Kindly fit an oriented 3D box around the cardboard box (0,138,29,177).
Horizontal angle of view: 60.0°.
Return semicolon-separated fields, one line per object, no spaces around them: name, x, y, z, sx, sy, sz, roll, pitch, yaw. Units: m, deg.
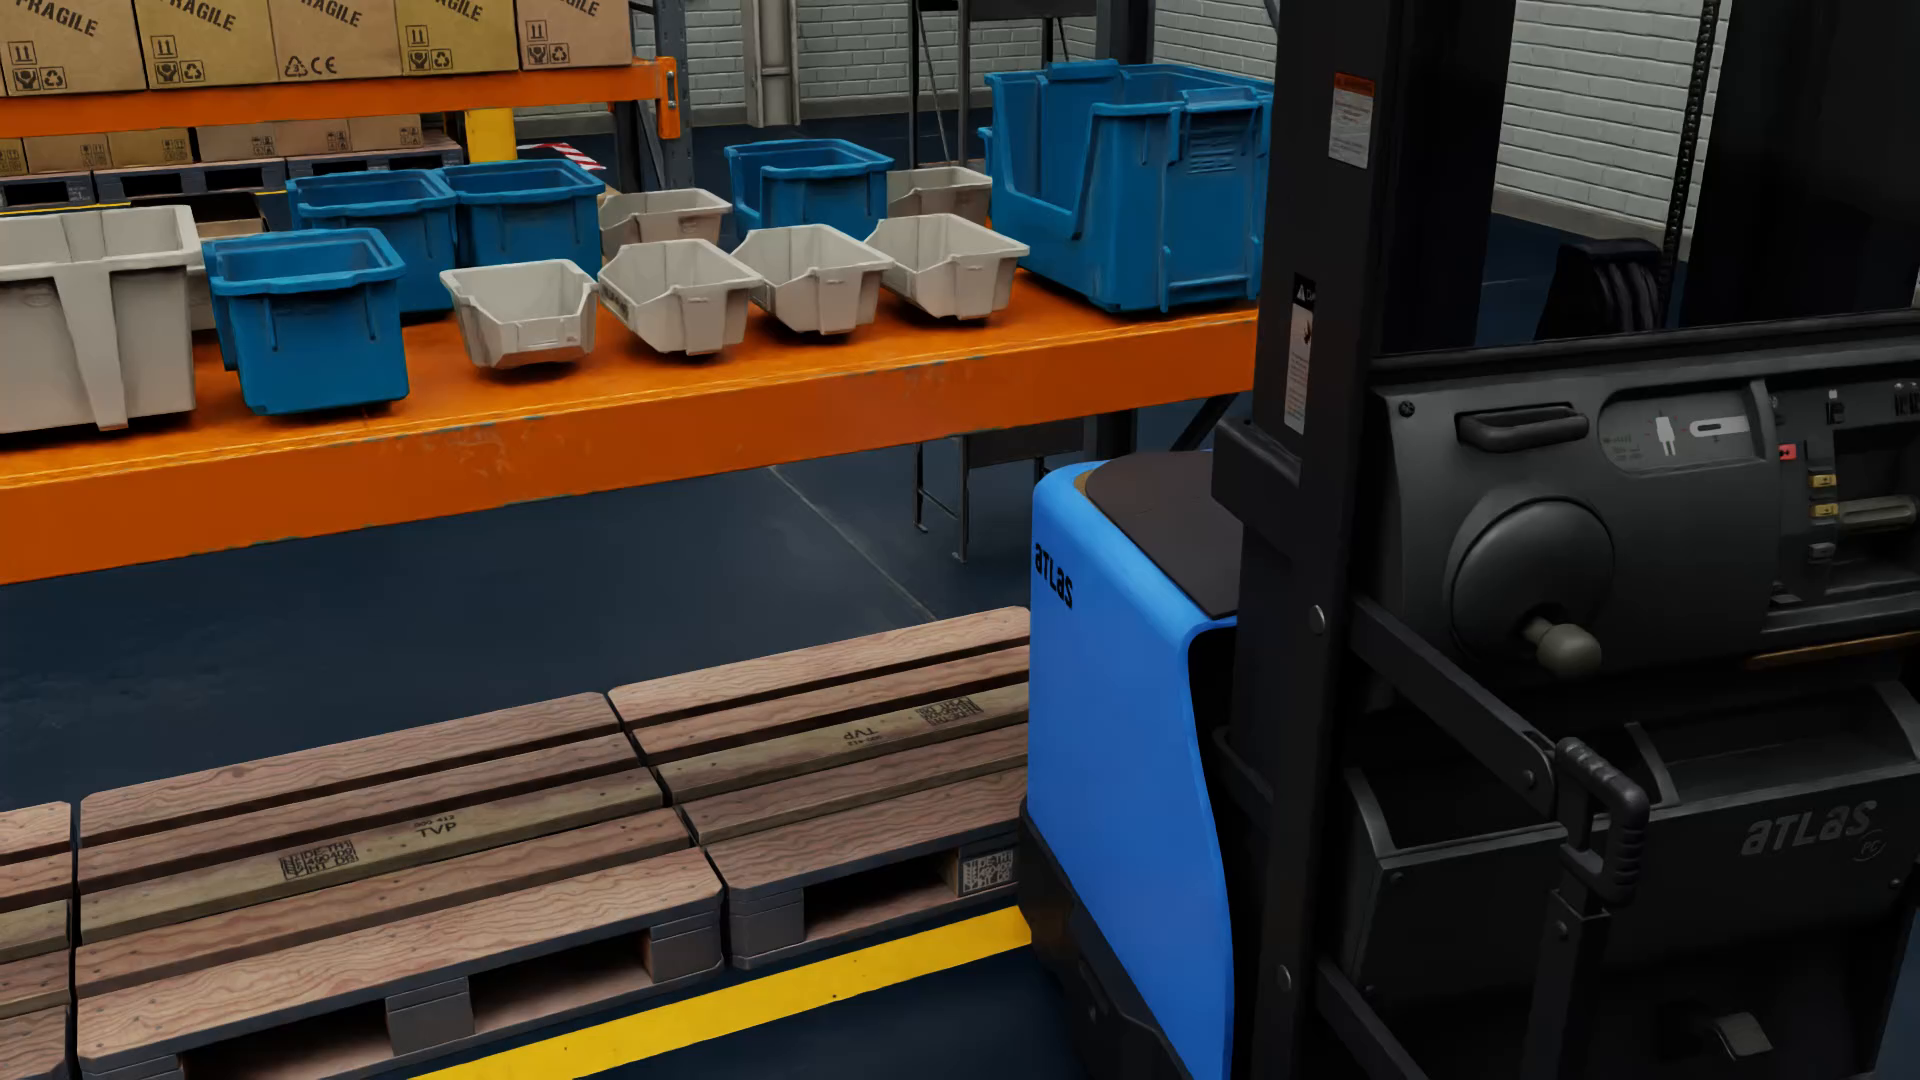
cardboard box;-6.572;-2.739;11.165;0.500;0.500;0.700;-10;25;-23

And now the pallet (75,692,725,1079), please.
pallet;-1.247;0.752;3.657;1.213;0.211;1.003;-10;25;-24

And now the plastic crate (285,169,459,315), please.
plastic crate;-1.212;-0.615;3.455;0.300;0.233;0.416;-10;25;-24

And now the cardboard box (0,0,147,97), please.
cardboard box;-3.649;-2.110;6.795;0.500;0.500;0.500;-11;25;-24

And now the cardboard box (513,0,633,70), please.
cardboard box;-1.820;-2.446;7.608;0.500;0.500;0.500;-10;24;-22

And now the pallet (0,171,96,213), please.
pallet;-6.571;-2.422;11.325;1.213;0.211;1.003;-10;25;-24

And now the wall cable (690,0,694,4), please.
wall cable;-2.943;-5.283;13.262;1.851;1.984;0.084;-10;25;-24

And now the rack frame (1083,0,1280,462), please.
rack frame;0.610;-0.861;3.907;0.127;3.000;1.000;-10;25;-24

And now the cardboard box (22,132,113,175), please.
cardboard box;-6.118;-2.821;11.363;0.500;0.500;0.700;-11;25;-24

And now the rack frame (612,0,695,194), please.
rack frame;-1.534;-2.568;8.033;0.127;3.000;1.000;-10;25;-24

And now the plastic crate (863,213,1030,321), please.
plastic crate;-0.046;-0.569;3.469;0.243;0.136;0.396;-10;25;-24

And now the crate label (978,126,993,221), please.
crate label;0.245;-0.884;4.103;0.303;0.233;0.416;-10;25;-24

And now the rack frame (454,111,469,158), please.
rack frame;-3.686;-4.275;12.155;0.127;3.000;1.000;-10;25;-24

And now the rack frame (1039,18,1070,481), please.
rack frame;0.369;-1.038;5.513;0.015;2.100;0.400;-10;25;-24

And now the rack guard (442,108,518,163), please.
rack guard;-3.665;-3.124;12.643;0.348;0.500;1.175;-10;25;-24

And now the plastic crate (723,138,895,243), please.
plastic crate;-0.348;-0.774;3.839;0.300;0.233;0.416;-10;25;-24

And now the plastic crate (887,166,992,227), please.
plastic crate;-0.080;-0.814;4.062;0.298;0.136;0.250;-10;25;-24

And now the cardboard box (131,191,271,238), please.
cardboard box;-3.448;-1.268;7.580;0.637;0.503;0.797;-10;25;-24

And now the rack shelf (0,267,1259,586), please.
rack shelf;-1.192;-0.197;3.243;4.000;0.370;1.077;-10;25;-24

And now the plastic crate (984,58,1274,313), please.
plastic crate;0.390;-0.785;3.599;0.499;0.435;0.616;-10;25;-24

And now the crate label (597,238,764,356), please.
crate label;-0.554;-0.471;3.233;0.243;0.136;0.396;-10;25;-24

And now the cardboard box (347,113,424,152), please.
cardboard box;-4.274;-3.163;12.189;0.500;0.500;0.700;-10;25;-24

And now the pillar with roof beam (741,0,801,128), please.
pillar with roof beam;0.239;-6.309;9.226;0.400;9.000;9.100;-10;25;-24

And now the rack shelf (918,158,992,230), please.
rack shelf;0.149;-0.985;5.420;0.480;0.518;0.431;-10;25;-24

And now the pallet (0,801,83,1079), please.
pallet;-2.348;0.956;3.165;1.213;0.211;1.003;-10;25;-24

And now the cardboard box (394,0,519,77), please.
cardboard box;-2.286;-2.359;7.397;0.500;0.500;0.500;-10;25;-23

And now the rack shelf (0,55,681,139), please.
rack shelf;-3.337;-1.904;7.369;4.000;0.370;1.077;-10;25;-24

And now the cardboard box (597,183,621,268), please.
cardboard box;-1.918;-1.442;8.004;0.500;0.500;0.500;-10;25;-24

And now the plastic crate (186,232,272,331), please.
plastic crate;-1.555;-0.496;3.291;0.466;0.136;0.293;-10;25;-24

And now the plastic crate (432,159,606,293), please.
plastic crate;-0.941;-0.665;3.575;0.300;0.233;0.416;-10;25;-24

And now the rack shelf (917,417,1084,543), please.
rack shelf;0.149;-0.338;5.688;0.480;0.518;0.431;-10;25;-24

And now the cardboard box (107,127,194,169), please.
cardboard box;-5.655;-2.906;11.567;0.500;0.500;0.700;-10;24;-22

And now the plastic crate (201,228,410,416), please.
plastic crate;-1.129;-0.382;2.891;0.300;0.233;0.416;-10;25;-24

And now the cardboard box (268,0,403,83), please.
cardboard box;-2.738;-2.278;7.201;0.500;0.500;0.500;-10;25;-23

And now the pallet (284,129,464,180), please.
pallet;-4.373;-2.827;12.303;1.213;0.211;1.003;-10;25;-24

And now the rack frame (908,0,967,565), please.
rack frame;-0.071;-0.957;5.317;0.015;2.100;0.400;-10;25;-24

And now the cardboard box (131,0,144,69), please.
cardboard box;-3.874;-2.294;7.240;0.500;0.500;0.500;-10;24;-22

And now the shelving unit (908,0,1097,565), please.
shelving unit;0.149;-0.998;5.415;0.503;2.100;0.431;-10;25;-24

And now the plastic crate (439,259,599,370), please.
plastic crate;-0.812;-0.416;3.099;0.250;0.136;0.298;-10;25;-24

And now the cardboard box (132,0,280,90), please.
cardboard box;-3.192;-2.195;7.000;0.500;0.500;0.500;-11;25;-24

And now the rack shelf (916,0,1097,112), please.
rack shelf;0.149;-1.632;5.152;0.480;0.518;0.431;-10;25;-24

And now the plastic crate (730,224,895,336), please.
plastic crate;-0.313;-0.526;3.365;0.243;0.136;0.396;-10;25;-24

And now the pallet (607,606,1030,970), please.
pallet;-0.149;0.551;4.143;1.213;0.211;1.003;-10;25;-24

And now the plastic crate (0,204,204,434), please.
plastic crate;-1.538;-0.360;2.774;0.530;0.282;0.437;-10;25;-24

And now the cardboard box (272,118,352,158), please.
cardboard box;-4.724;-3.080;11.989;0.500;0.500;0.700;-11;25;-24

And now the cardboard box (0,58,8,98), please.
cardboard box;-4.101;-2.028;6.596;0.500;0.500;0.500;-10;24;-23

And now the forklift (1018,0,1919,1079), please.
forklift;1.035;-0.023;1.974;1.130;2.935;3.031;-6;23;-15

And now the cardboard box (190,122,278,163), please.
cardboard box;-5.177;-2.997;11.787;0.500;0.500;0.700;-11;25;-25

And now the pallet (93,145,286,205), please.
pallet;-5.470;-2.626;11.818;1.213;0.211;1.003;-10;25;-24

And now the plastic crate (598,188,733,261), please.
plastic crate;-0.691;-0.702;3.790;0.298;0.136;0.250;-10;25;-24
